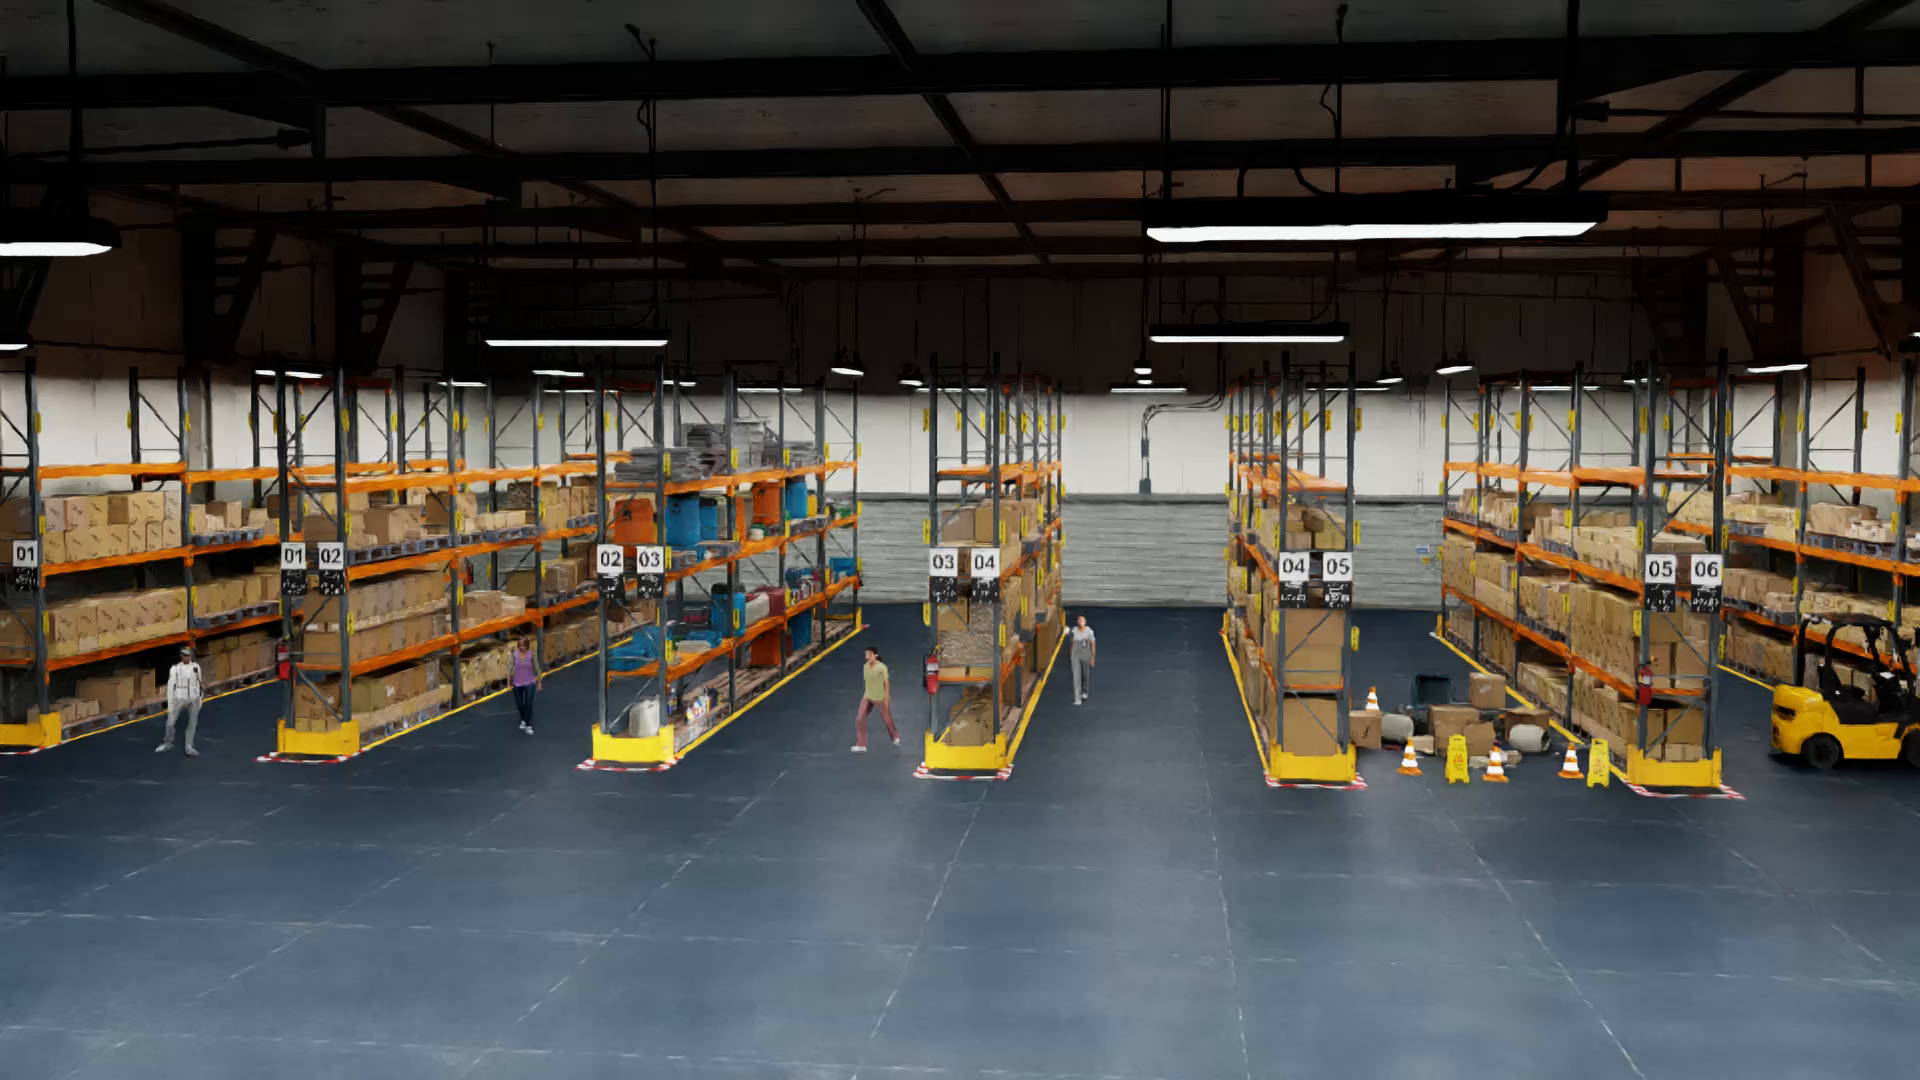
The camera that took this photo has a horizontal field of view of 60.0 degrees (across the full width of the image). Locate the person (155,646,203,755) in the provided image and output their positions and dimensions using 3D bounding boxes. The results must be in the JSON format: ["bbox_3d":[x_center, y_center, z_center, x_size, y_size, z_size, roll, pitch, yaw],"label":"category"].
[{"bbox_3d":[-11.738,2.409,24.989,0.670,1.662,0.500,-3,5,-35],"label":"person"}]

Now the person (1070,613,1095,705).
[{"bbox_3d":[2.185,2.095,29.644,0.453,1.613,1.019,0,4,6],"label":"person"}]

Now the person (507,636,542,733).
[{"bbox_3d":[-7.047,2.317,26.999,0.544,1.562,0.614,0,4,-2],"label":"person"}]

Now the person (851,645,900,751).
[{"bbox_3d":[-1.265,2.400,25.404,0.490,1.609,0.954,2,5,27],"label":"person"}]
